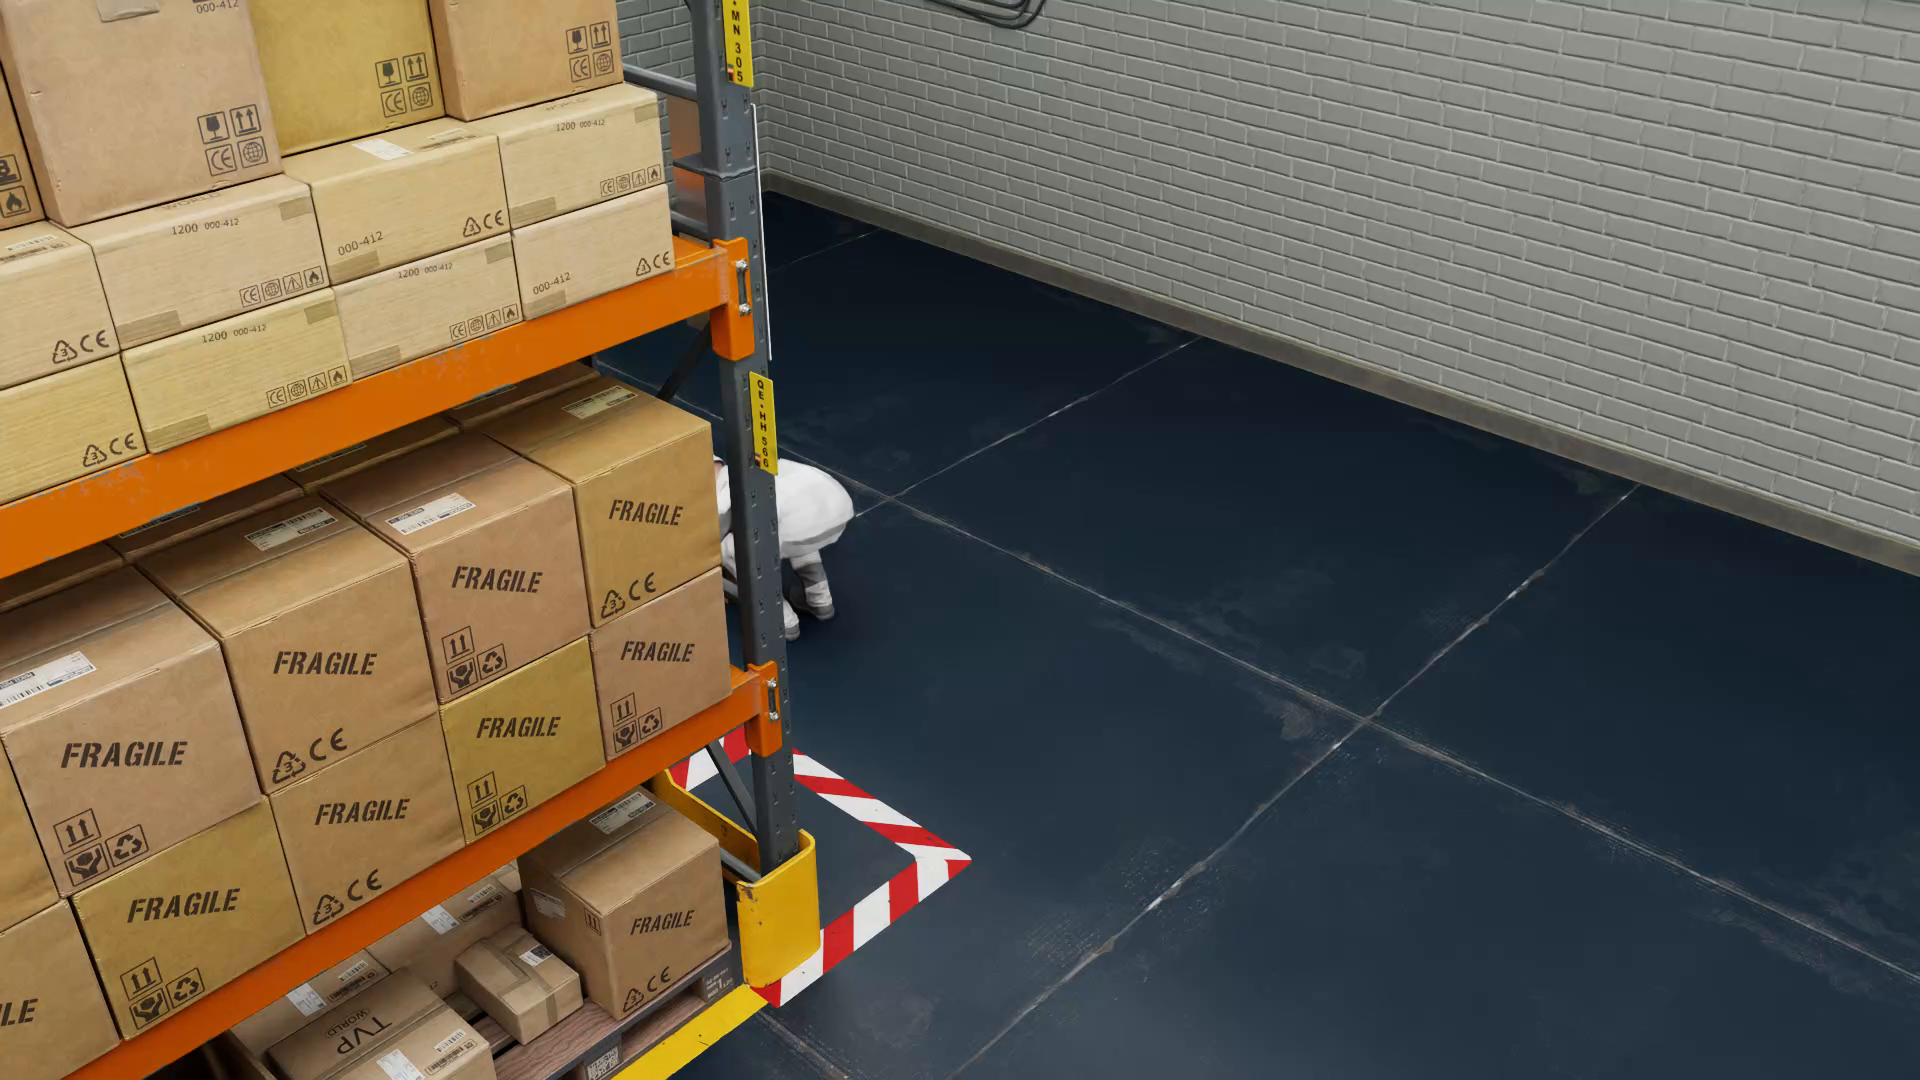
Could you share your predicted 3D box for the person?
[{"bbox_3d":[-0.947,-0.013,8.071,0.965,0.869,0.532,24,38,34],"label":"person"}]
